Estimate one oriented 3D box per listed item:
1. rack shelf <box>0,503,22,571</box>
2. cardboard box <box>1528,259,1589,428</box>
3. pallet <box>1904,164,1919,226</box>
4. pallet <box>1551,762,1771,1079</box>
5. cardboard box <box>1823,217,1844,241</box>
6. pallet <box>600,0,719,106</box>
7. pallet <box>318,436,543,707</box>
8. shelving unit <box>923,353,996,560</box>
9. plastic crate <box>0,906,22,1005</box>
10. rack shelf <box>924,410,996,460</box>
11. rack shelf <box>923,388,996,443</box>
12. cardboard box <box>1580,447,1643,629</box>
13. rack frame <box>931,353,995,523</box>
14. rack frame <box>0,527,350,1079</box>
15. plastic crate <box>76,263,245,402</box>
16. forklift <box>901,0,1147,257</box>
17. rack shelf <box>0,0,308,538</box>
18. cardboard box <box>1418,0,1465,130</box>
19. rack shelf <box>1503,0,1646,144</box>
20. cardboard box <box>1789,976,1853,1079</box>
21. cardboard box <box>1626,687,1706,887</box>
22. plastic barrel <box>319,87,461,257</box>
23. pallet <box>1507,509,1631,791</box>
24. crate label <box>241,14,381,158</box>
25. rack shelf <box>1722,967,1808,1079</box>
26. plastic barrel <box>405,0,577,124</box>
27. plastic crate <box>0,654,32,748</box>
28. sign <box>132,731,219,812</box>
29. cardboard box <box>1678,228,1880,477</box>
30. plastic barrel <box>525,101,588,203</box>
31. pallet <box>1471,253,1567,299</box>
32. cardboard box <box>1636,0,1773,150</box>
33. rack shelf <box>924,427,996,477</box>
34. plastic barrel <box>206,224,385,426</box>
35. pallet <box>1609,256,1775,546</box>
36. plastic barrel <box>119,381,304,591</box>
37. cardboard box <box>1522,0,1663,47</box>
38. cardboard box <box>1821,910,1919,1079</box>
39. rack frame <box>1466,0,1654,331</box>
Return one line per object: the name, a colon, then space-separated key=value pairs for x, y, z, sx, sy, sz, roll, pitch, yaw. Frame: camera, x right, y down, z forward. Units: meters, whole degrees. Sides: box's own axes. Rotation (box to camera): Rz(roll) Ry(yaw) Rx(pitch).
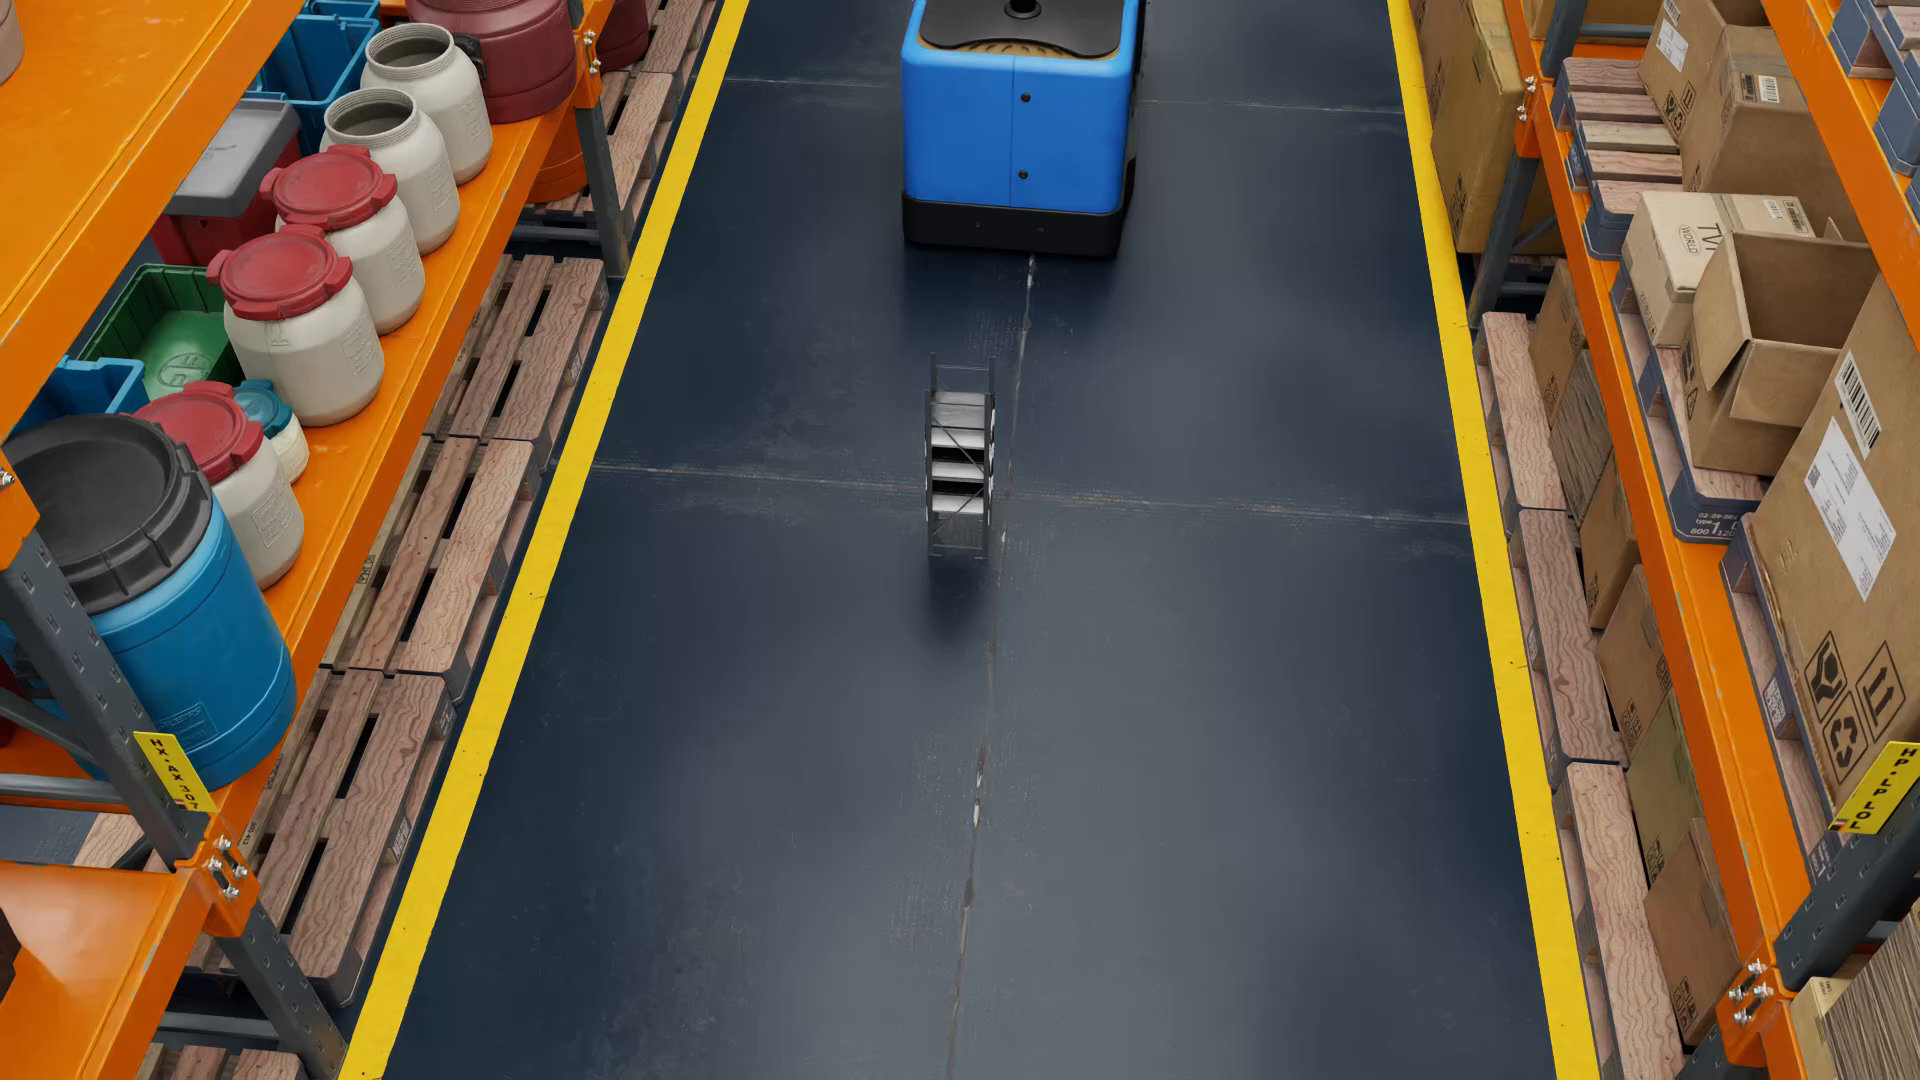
rack shelf: x=-2.631 y=1.314 z=1.996 sx=1.077 sy=0.370 sz=4.000 roll=4 pitch=48 yaw=4
cardboard box: x=2.807 y=-0.803 z=6.874 sx=0.700 sy=0.500 sz=0.500 roll=2 pitch=48 yaw=1
pallet: x=2.646 y=-0.448 z=3.247 sx=1.213 sy=0.211 sz=1.003 roll=4 pitch=48 yaw=4
pallet: x=2.553 y=1.316 z=5.429 sx=1.003 sy=0.211 sz=1.213 roll=4 pitch=48 yaw=4
cardboard box: x=2.965 y=-0.845 z=5.322 sx=0.396 sy=0.266 sz=0.258 roll=3 pitch=48 yaw=2
pallet: x=-1.940 y=-2.860 z=9.249 sx=1.003 sy=0.211 sz=1.213 roll=4 pitch=48 yaw=4
pallet: x=-2.307 y=0.077 z=6.563 sx=1.003 sy=0.211 sz=1.213 roll=4 pitch=48 yaw=4
shelving unit: x=0.001 y=-0.310 z=6.449 sx=0.258 sy=0.900 sz=0.210 roll=4 pitch=48 yaw=4
plastic crate: x=-2.623 y=1.011 z=3.860 sx=0.767 sy=0.338 sz=0.504 roll=4 pitch=48 yaw=4
rack shelf: x=0.001 y=-0.409 z=6.341 sx=0.258 sy=0.077 sz=0.200 roll=4 pitch=48 yaw=4
rack shelf: x=0.001 y=-0.469 z=6.275 sx=0.258 sy=0.077 sz=0.200 roll=4 pitch=48 yaw=4
cardboard box: x=2.724 y=0.022 z=6.118 sx=0.700 sy=0.500 sz=0.500 roll=7 pitch=48 yaw=7
rack frame: x=0.010 y=-0.384 z=6.518 sx=0.240 sy=0.900 sz=0.006 roll=4 pitch=48 yaw=4
rack frame: x=-2.449 y=0.614 z=4.181 sx=1.000 sy=3.000 sz=0.127 roll=4 pitch=48 yaw=4
plastic crate: x=-2.571 y=-0.613 z=5.447 sx=0.450 sy=0.188 sz=0.662 roll=4 pitch=48 yaw=4
forklift: x=0.422 y=-3.437 z=7.933 sx=1.130 sy=2.935 sz=3.031 roll=5 pitch=48 yaw=5
rack shelf: x=-2.267 y=-1.625 z=4.684 sx=1.077 sy=0.370 sz=4.000 roll=4 pitch=48 yaw=4
cardboard box: x=3.020 y=-2.577 z=8.255 sx=1.225 sy=0.875 sz=0.875 roll=4 pitch=48 yaw=4
rack shelf: x=3.030 y=-3.219 z=8.175 sx=1.077 sy=0.370 sz=4.000 roll=4 pitch=48 yaw=4
cardboard box: x=2.164 y=1.170 z=3.843 sx=0.380 sy=0.149 sz=0.250 roll=4 pitch=48 yaw=4
cardboard box: x=2.623 y=0.844 z=5.367 sx=0.700 sy=0.500 sz=0.500 roll=4 pitch=48 yaw=3
plastic barrel: x=-2.004 y=-1.283 z=5.841 sx=0.421 sy=0.512 sz=0.421 roll=0 pitch=48 yaw=0
pallet: x=2.662 y=0.417 z=6.251 sx=1.003 sy=0.211 sz=1.213 roll=4 pitch=48 yaw=4
crate label: x=-2.444 y=-1.625 z=6.206 sx=0.502 sy=0.435 sz=0.616 roll=4 pitch=48 yaw=4
rack shelf: x=2.301 y=2.660 z=2.798 sx=1.077 sy=0.370 sz=4.000 roll=4 pitch=48 yaw=4
plastic barrel: x=-1.825 y=-2.010 z=6.489 sx=0.600 sy=0.536 sz=0.708 roll=4 pitch=48 yaw=4
plastic crate: x=-2.710 y=0.216 z=4.502 sx=0.402 sy=0.464 sz=0.583 roll=4 pitch=48 yaw=4
sign: x=-1.902 y=0.566 z=4.038 sx=0.100 sy=0.325 sz=0.005 roll=4 pitch=48 yaw=4
cardboard box: x=2.549 y=-0.509 z=4.854 sx=0.797 sy=0.503 sz=0.637 roll=8 pitch=48 yaw=8
plastic barrel: x=-2.057 y=-2.095 z=7.845 sx=0.600 sy=0.830 sz=0.708 roll=4 pitch=48 yaw=4
pallet: x=2.995 y=-1.625 z=8.119 sx=1.003 sy=0.211 sz=1.213 roll=4 pitch=48 yaw=4
cardboard box: x=2.839 y=-1.768 z=6.008 sx=0.500 sy=0.500 sz=0.500 roll=-1 pitch=48 yaw=-1
rack shelf: x=0.001 y=-0.348 z=6.408 sx=0.258 sy=0.077 sz=0.200 roll=4 pitch=48 yaw=4
plastic barrel: x=-2.076 y=-0.659 z=5.254 sx=0.433 sy=0.535 sz=0.433 roll=0 pitch=48 yaw=0
pallet: x=2.708 y=-0.470 z=5.303 sx=1.003 sy=0.211 sz=1.213 roll=4 pitch=48 yaw=4
plastic barrel: x=-2.143 y=-0.120 z=4.761 sx=0.433 sy=0.535 sz=0.433 roll=0 pitch=48 yaw=0
cardboard box: x=2.646 y=-2.405 z=6.875 sx=0.500 sy=0.500 sz=0.500 roll=5 pitch=48 yaw=5
cardboard box: x=2.381 y=1.140 z=3.431 sx=0.875 sy=0.500 sz=0.500 roll=4 pitch=48 yaw=4
rack frame: x=2.848 y=-1.992 z=6.565 sx=1.000 sy=3.000 sz=0.127 roll=4 pitch=48 yaw=4
